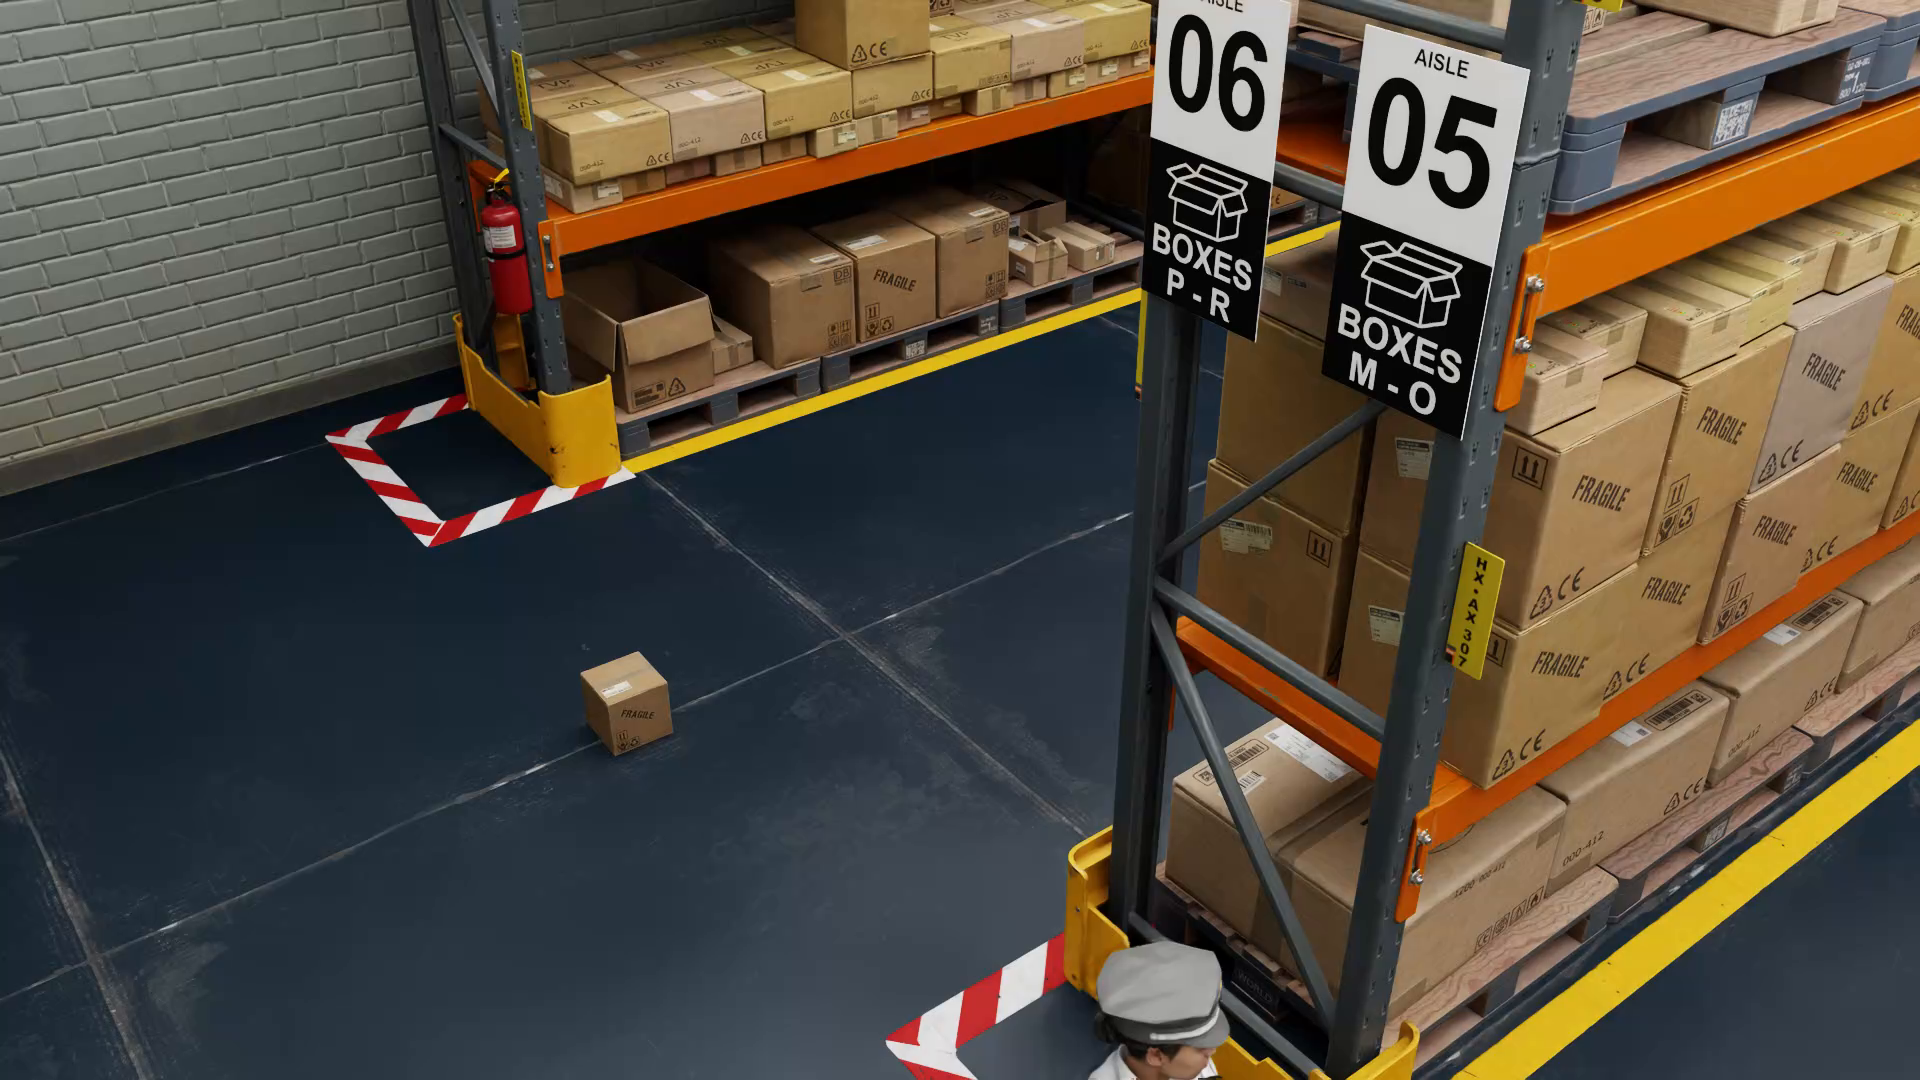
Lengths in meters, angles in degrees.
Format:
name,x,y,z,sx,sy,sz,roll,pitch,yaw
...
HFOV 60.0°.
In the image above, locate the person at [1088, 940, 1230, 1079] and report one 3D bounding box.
name,x,y,z,sx,sy,sz,roll,pitch,yaw
person,0.370,1.562,3.628,0.464,1.657,0.536,26,41,35
